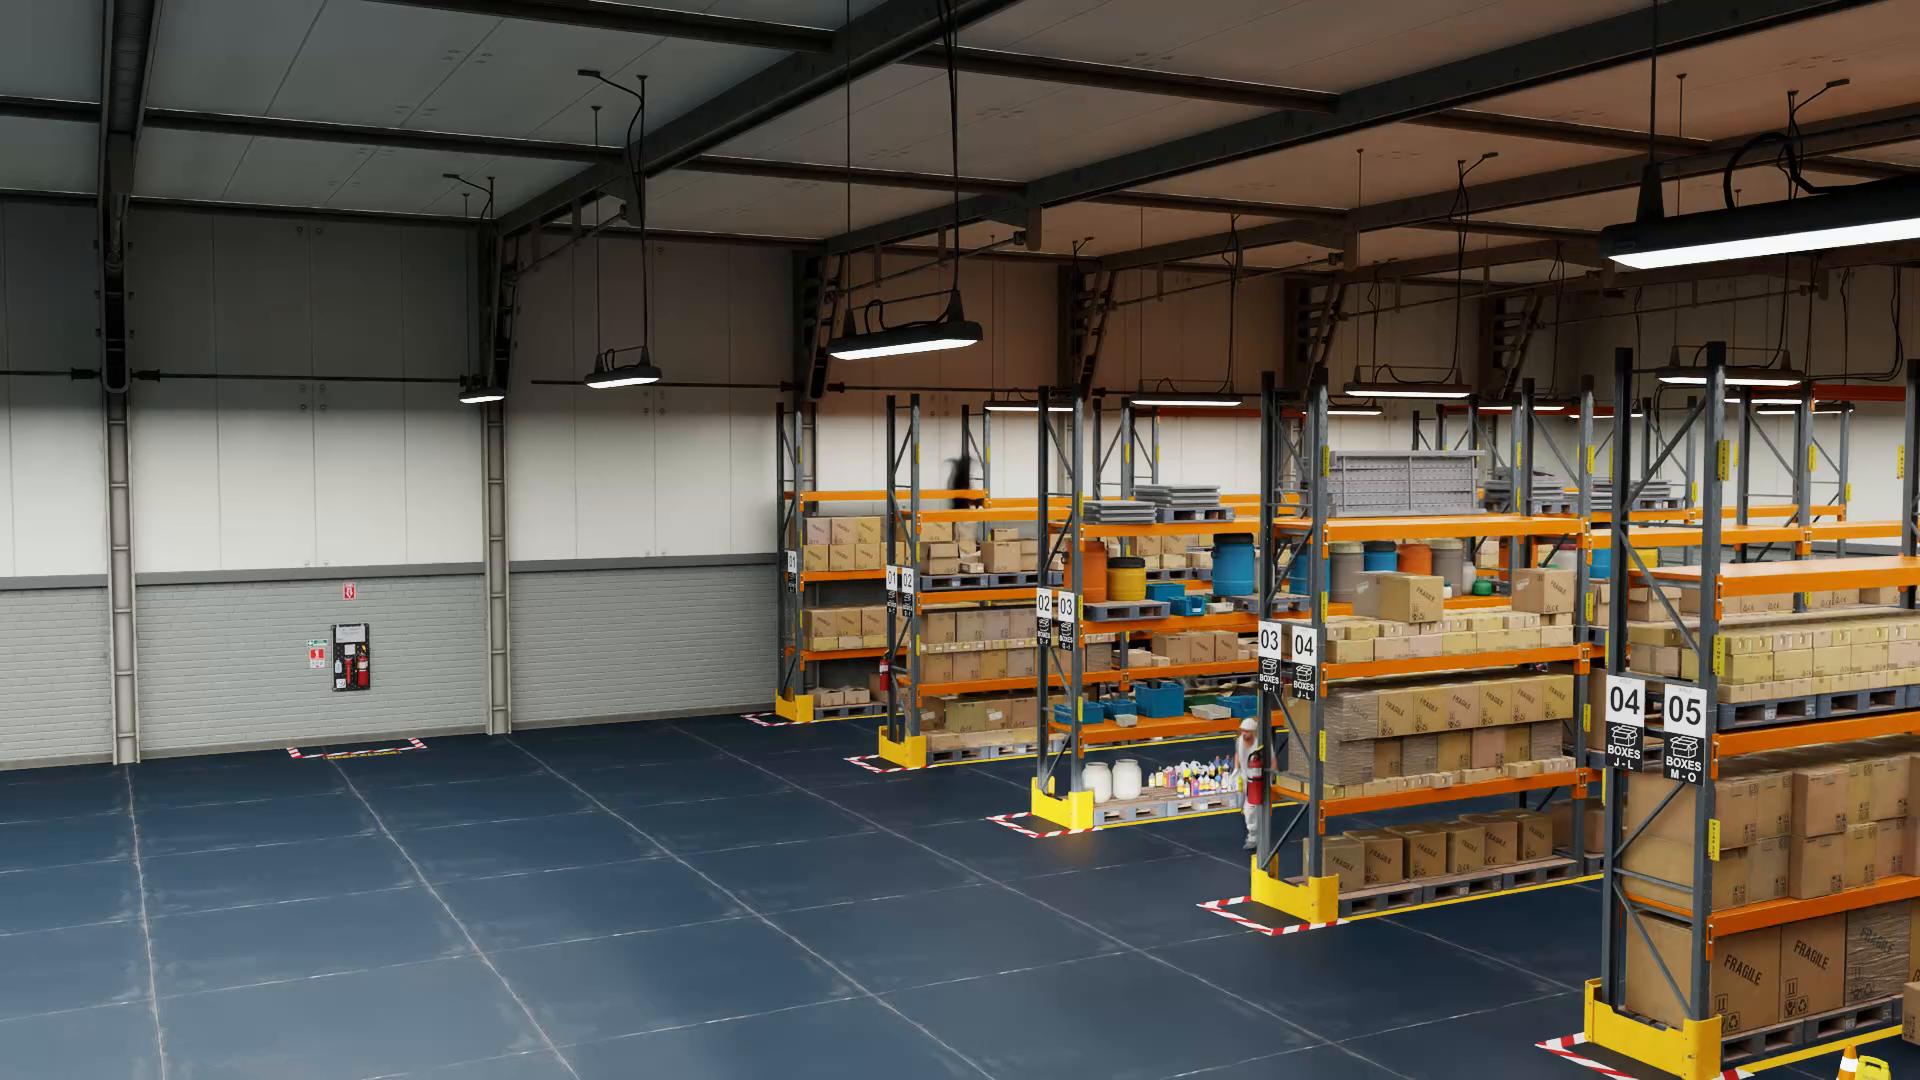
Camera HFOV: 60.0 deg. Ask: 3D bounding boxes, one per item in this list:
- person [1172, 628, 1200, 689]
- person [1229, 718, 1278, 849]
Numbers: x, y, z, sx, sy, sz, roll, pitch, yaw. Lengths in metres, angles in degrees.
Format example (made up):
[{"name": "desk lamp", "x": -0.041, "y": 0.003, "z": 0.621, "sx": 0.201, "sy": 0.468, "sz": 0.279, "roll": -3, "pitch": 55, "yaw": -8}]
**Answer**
[{"name": "person", "x": 4.525, "y": 2.423, "z": 32.999, "sx": 0.728, "sy": 1.719, "sz": 0.680, "roll": -1, "pitch": 3, "yaw": -16}, {"name": "person", "x": 3.798, "y": 3.107, "z": 21.364, "sx": 0.688, "sy": 1.710, "sz": 0.652, "roll": -2, "pitch": 4, "yaw": -31}]
